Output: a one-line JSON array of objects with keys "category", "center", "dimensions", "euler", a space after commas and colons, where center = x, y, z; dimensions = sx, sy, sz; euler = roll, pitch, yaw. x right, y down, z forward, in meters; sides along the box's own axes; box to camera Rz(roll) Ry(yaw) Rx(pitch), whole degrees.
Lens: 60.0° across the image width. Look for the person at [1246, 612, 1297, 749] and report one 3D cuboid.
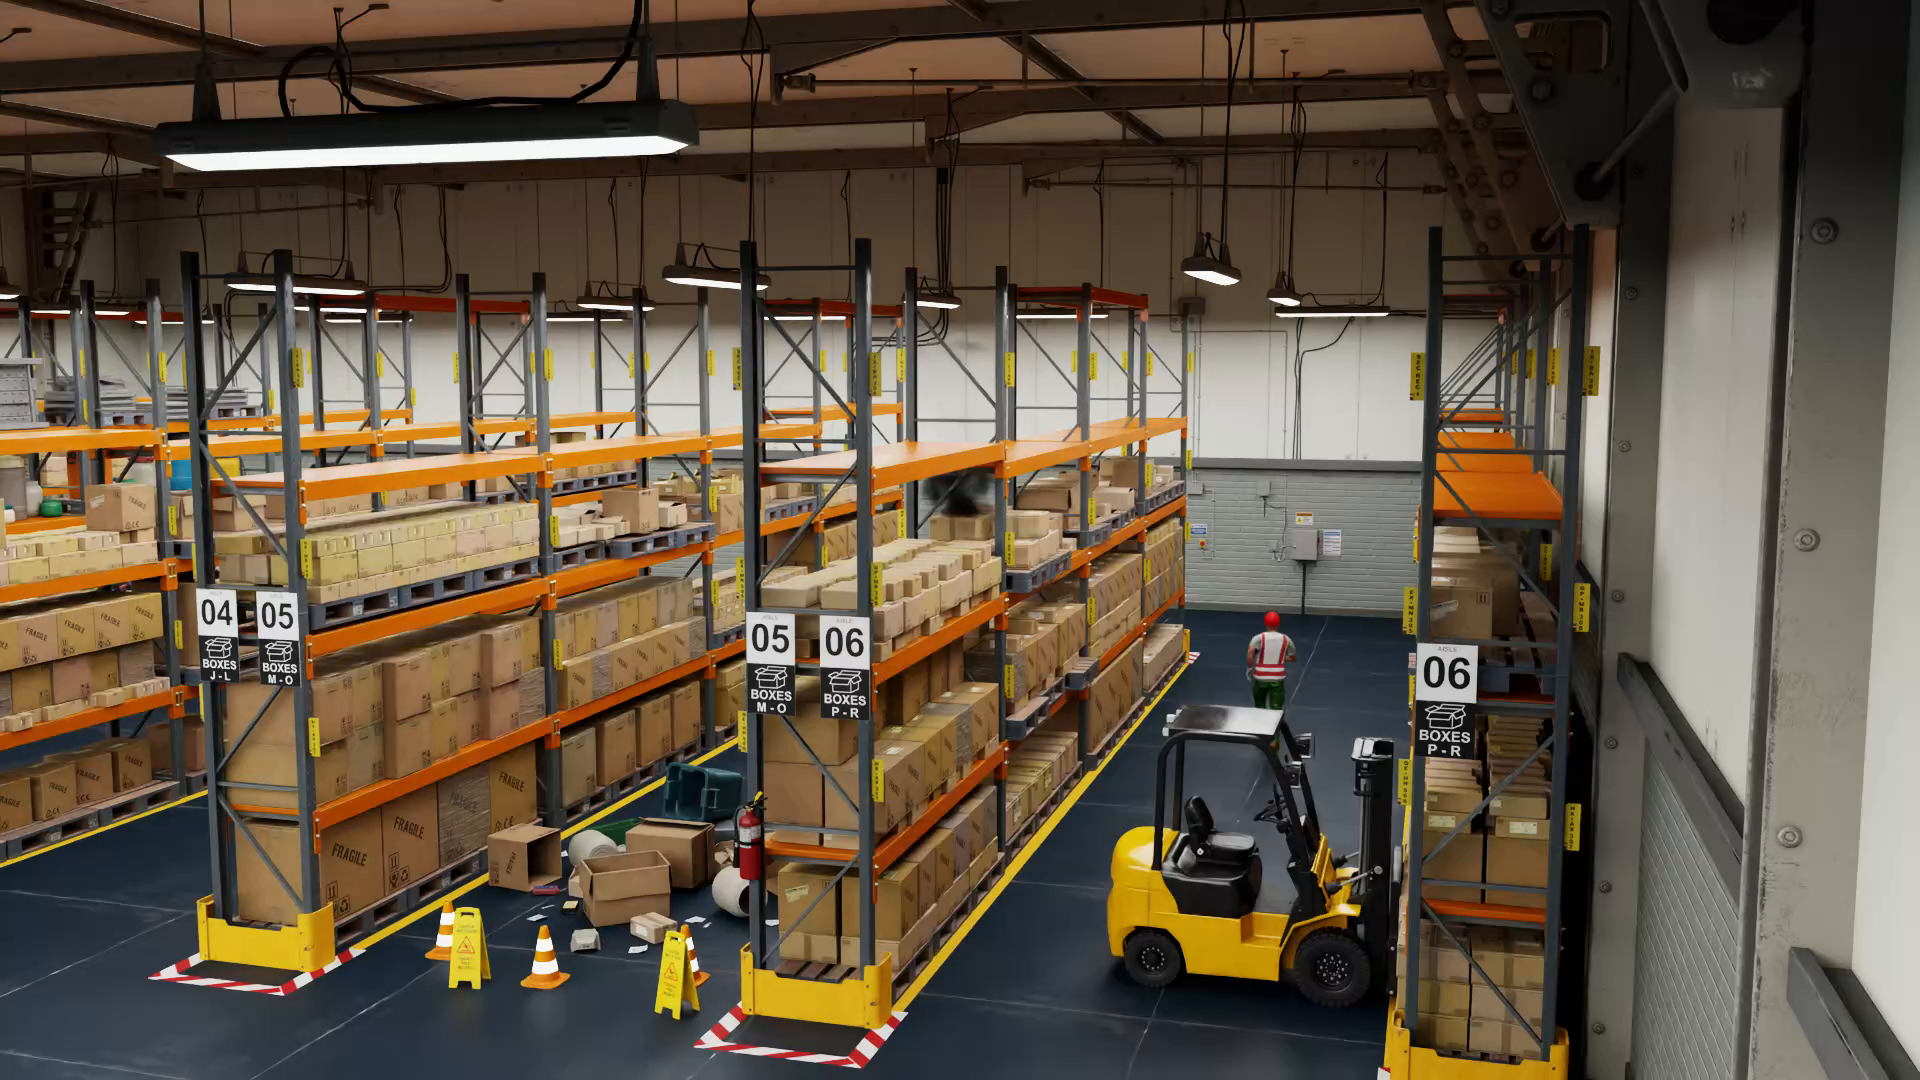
[{"category": "person", "center": [4.053, 1.854, 21.704], "dimensions": [0.664, 1.852, 0.776], "euler": [1, 6, 7]}]
